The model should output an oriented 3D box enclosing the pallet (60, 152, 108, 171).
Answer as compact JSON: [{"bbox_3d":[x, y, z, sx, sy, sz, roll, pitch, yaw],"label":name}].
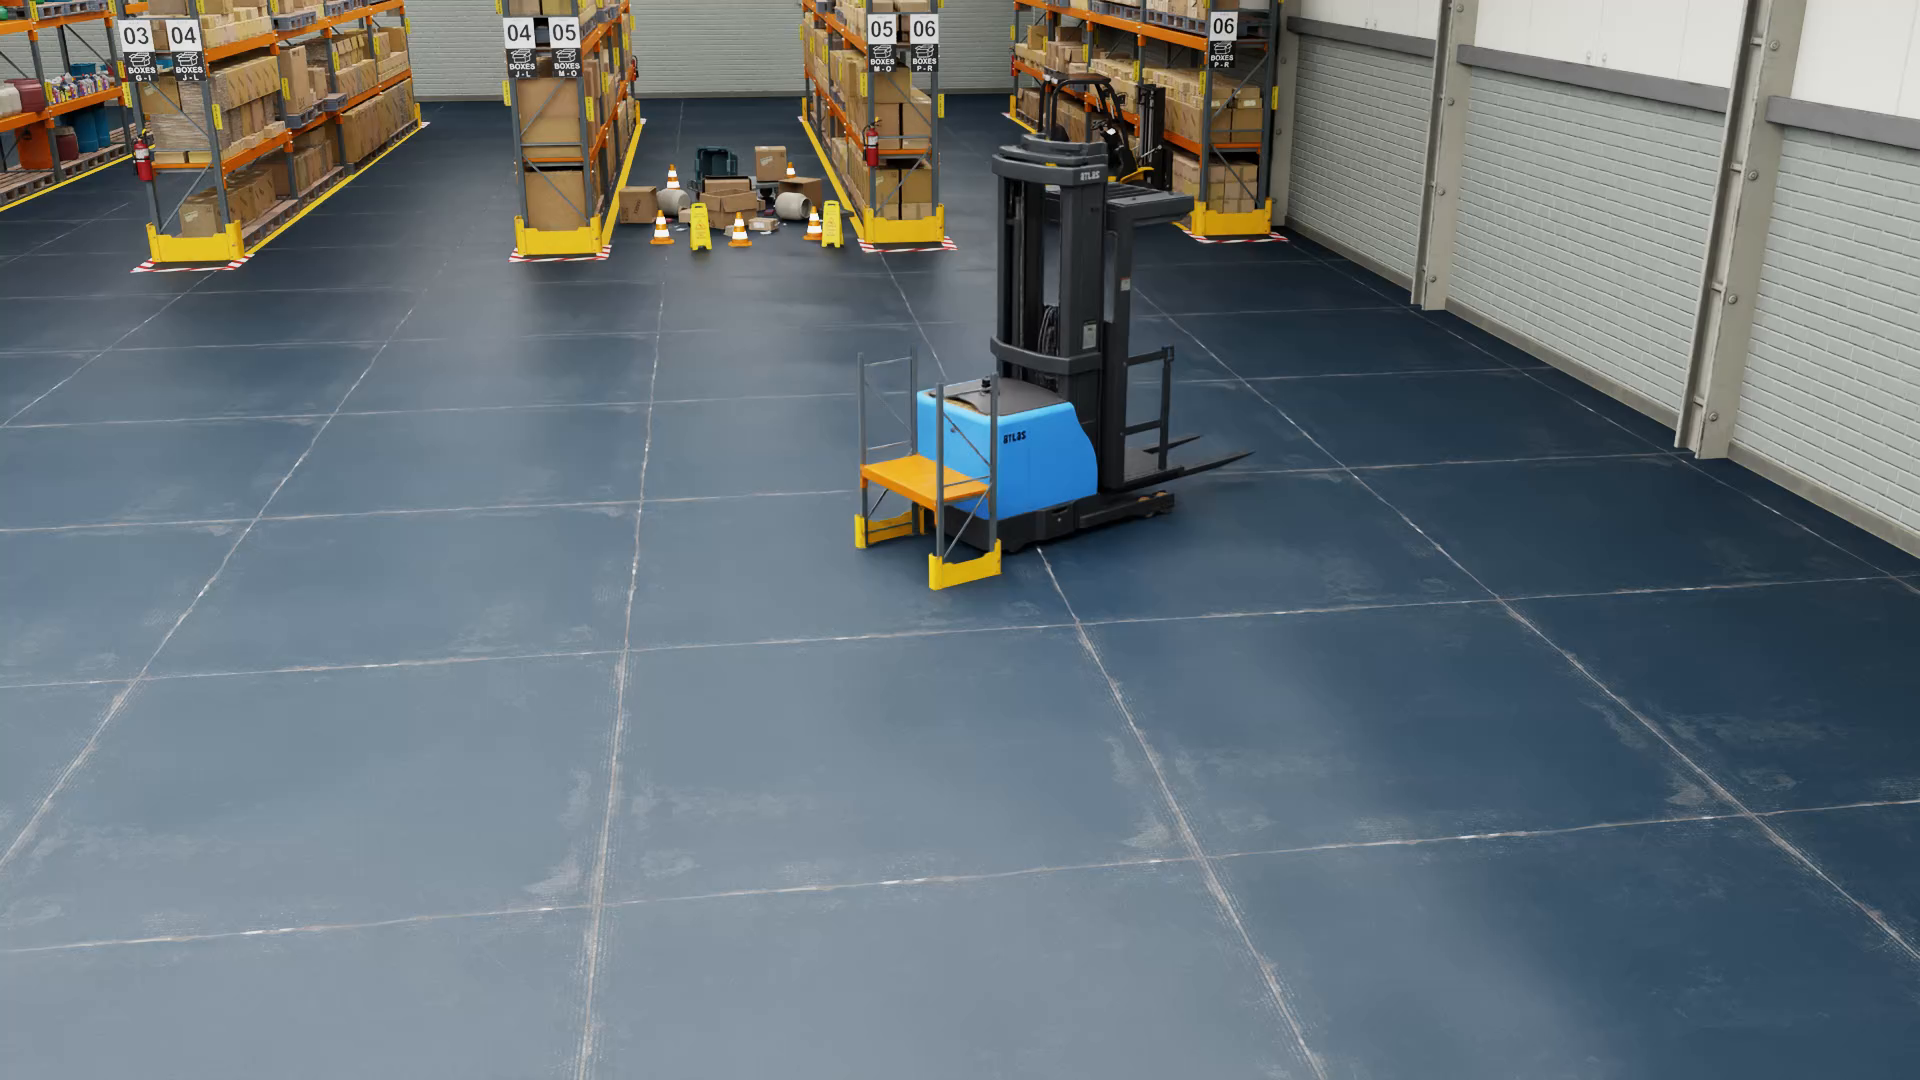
[{"bbox_3d":[-17.006,-7.217,31.738,1.003,0.211,1.213,-3,21,-8],"label":"pallet"}]

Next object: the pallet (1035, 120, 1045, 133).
[{"bbox_3d":[2.265,-9.149,36.910,1.003,0.211,1.213,-3,21,-8],"label":"pallet"}]

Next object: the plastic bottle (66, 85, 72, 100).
[{"bbox_3d":[-16.544,-8.299,30.832,0.097,0.271,0.097,0,20,0],"label":"plastic bottle"}]

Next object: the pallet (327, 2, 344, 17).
[{"bbox_3d":[-11.923,-9.618,30.163,1.213,0.211,1.003,-2,21,-5],"label":"pallet"}]

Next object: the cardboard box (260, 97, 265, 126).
[{"bbox_3d":[-11.160,-6.548,25.394,0.875,0.500,0.500,-3,21,-8],"label":"cardboard box"}]

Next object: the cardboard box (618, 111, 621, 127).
[{"bbox_3d":[-6.788,-8.100,32.016,0.500,0.250,0.500,-3,21,-8],"label":"cardboard box"}]

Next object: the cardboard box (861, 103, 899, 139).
[{"bbox_3d":[-1.169,-6.171,24.384,0.500,0.500,0.500,-3,21,-9],"label":"cardboard box"}]

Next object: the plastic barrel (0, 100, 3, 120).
[{"bbox_3d":[-16.191,-7.256,27.662,0.433,0.535,0.433,0,20,0],"label":"plastic barrel"}]

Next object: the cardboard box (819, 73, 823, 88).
[{"bbox_3d":[-2.549,-9.199,33.273,0.500,0.250,0.500,-3,21,-9],"label":"cardboard box"}]

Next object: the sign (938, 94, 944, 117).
[{"bbox_3d":[-0.281,-6.244,23.910,0.100,0.325,0.005,-3,21,-8],"label":"sign"}]

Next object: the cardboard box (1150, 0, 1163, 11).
[{"bbox_3d":[3.395,-8.754,26.965,0.500,0.311,0.500,-2,21,-7],"label":"cardboard box"}]

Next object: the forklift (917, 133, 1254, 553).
[{"bbox_3d":[1.094,-1.677,13.017,3.031,2.935,1.130,-15,25,-35],"label":"forklift"}]

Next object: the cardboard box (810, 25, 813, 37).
[{"bbox_3d":[-2.954,-10.807,35.791,0.500,0.500,0.500,-3,21,-9],"label":"cardboard box"}]

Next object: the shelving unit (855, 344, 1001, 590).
[{"bbox_3d":[-0.247,-0.557,12.064,0.587,1.500,1.083,-14,25,-32],"label":"shelving unit"}]

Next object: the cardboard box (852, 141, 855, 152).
[{"bbox_3d":[-1.542,-6.318,26.675,0.380,0.149,0.250,-2,21,-6],"label":"cardboard box"}]

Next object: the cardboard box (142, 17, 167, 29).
[{"bbox_3d":[-10.895,-7.009,22.553,0.380,0.149,0.250,-4,21,-10],"label":"cardboard box"}]

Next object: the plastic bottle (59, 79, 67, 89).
[{"bbox_3d":[-16.772,-8.456,31.139,0.144,0.351,0.185,-3,21,-8],"label":"plastic bottle"}]

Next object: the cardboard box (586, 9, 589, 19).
[{"bbox_3d":[-5.653,-7.717,24.421,0.380,0.149,0.250,-3,21,-7],"label":"cardboard box"}]

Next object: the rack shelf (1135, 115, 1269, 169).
[{"bbox_3d":[3.805,-6.418,26.641,1.077,0.370,4.000,-3,21,-8],"label":"rack shelf"}]

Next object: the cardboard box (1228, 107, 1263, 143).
[{"bbox_3d":[4.297,-6.295,25.141,0.500,0.500,0.500,-2,21,-6],"label":"cardboard box"}]

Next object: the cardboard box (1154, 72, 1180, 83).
[{"bbox_3d":[3.377,-7.544,27.133,0.380,0.149,0.250,-2,21,-7],"label":"cardboard box"}]

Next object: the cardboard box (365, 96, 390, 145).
[{"bbox_3d":[-12.242,-8.447,33.481,1.225,0.875,0.875,-3,21,-8],"label":"cardboard box"}]

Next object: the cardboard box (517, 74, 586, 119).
[{"bbox_3d":[-5.717,-6.233,23.359,0.875,0.550,0.550,-3,21,-8],"label":"cardboard box"}]

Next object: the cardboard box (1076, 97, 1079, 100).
[{"bbox_3d":[2.702,-9.434,35.734,0.380,0.149,0.250,-4,21,-10],"label":"cardboard box"}]

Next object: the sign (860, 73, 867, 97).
[{"bbox_3d":[-1.370,-6.480,23.673,0.100,0.325,0.005,-3,21,-8],"label":"sign"}]

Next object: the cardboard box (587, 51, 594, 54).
[{"bbox_3d":[-6.576,-8.126,28.614,0.700,0.500,0.500,-3,21,-8],"label":"cardboard box"}]

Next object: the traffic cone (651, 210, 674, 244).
[{"bbox_3d":[-4.373,-4.593,24.353,0.336,0.463,0.334,-3,21,-8],"label":"traffic cone"}]

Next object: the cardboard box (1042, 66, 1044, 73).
[{"bbox_3d":[2.009,-10.286,36.329,0.380,0.149,0.250,-2,21,-6],"label":"cardboard box"}]

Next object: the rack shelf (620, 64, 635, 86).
[{"bbox_3d":[-7.720,-10.037,36.329,1.077,0.370,4.000,-3,21,-8],"label":"rack shelf"}]

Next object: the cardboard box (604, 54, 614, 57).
[{"bbox_3d":[-6.994,-9.458,32.662,0.380,0.149,0.250,-4,21,-10],"label":"cardboard box"}]

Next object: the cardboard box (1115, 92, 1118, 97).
[{"bbox_3d":[3.066,-7.886,29.757,0.500,0.250,0.500,-3,21,-7],"label":"cardboard box"}]

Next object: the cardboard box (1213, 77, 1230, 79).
[{"bbox_3d":[4.062,-7.217,26.256,0.380,0.149,0.250,-3,21,-7],"label":"cardboard box"}]

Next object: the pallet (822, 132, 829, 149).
[{"bbox_3d":[-2.362,-8.396,34.894,1.003,0.211,1.213,-3,21,-8],"label":"pallet"}]

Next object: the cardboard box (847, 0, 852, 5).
[{"bbox_3d":[-1.565,-8.459,26.009,0.380,0.149,0.250,-3,21,-8],"label":"cardboard box"}]

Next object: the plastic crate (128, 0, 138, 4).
[{"bbox_3d":[-17.289,-11.180,34.452,0.437,0.136,0.530,-3,21,-8],"label":"plastic crate"}]

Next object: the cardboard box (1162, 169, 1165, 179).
[{"bbox_3d":[3.488,-5.884,26.797,0.500,0.250,0.500,-3,21,-8],"label":"cardboard box"}]

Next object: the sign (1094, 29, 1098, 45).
[{"bbox_3d":[2.912,-10.789,35.661,0.100,0.325,0.005,-3,21,-8],"label":"sign"}]

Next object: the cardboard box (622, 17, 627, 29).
[{"bbox_3d":[-7.460,-11.037,35.982,0.500,0.500,0.500,-4,21,-10],"label":"cardboard box"}]

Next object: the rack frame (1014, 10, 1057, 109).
[{"bbox_3d":[1.787,-11.602,39.493,1.000,3.000,0.127,-3,21,-8],"label":"rack frame"}]

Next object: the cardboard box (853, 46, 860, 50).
[{"bbox_3d":[-1.800,-9.279,31.701,0.500,0.500,0.500,-4,21,-10],"label":"cardboard box"}]

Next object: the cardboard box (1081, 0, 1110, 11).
[{"bbox_3d":[2.626,-10.333,32.022,0.500,0.250,0.500,-4,21,-10],"label":"cardboard box"}]

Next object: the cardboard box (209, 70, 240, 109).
[{"bbox_3d":[-10.499,-6.343,23.416,0.500,0.500,0.500,-3,21,-8],"label":"cardboard box"}]

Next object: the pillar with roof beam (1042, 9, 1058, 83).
[{"bbox_3d":[-1.970,-15.175,40.484,9.100,9.000,0.400,-3,21,-8],"label":"pillar with roof beam"}]

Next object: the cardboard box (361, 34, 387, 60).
[{"bbox_3d":[-12.234,-10.236,34.552,0.500,0.500,0.500,-3,21,-8],"label":"cardboard box"}]

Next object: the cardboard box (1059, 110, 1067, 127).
[{"bbox_3d":[2.365,-8.707,34.715,0.500,0.500,0.500,-4,21,-9],"label":"cardboard box"}]

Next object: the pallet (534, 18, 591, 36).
[{"bbox_3d":[-5.998,-7.570,24.536,1.003,0.211,1.213,-3,21,-8],"label":"pallet"}]

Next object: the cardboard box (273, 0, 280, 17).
[{"bbox_3d":[-11.171,-8.514,26.190,0.797,0.503,0.637,-4,21,-10],"label":"cardboard box"}]

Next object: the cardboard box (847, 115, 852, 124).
[{"bbox_3d":[-1.667,-6.953,27.404,0.380,0.149,0.250,-3,21,-8],"label":"cardboard box"}]

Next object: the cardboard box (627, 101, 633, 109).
[{"bbox_3d":[-7.470,-9.679,36.969,0.380,0.149,0.250,-2,21,-6],"label":"cardboard box"}]

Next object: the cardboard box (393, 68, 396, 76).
[{"bbox_3d":[-12.294,-10.007,35.581,0.380,0.149,0.250,-4,21,-9],"label":"cardboard box"}]

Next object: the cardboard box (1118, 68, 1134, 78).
[{"bbox_3d":[3.034,-8.346,29.706,0.380,0.149,0.250,-3,21,-7],"label":"cardboard box"}]

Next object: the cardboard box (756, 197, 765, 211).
[{"bbox_3d":[-3.401,-5.525,27.129,0.396,0.266,0.258,17,27,39],"label":"cardboard box"}]
